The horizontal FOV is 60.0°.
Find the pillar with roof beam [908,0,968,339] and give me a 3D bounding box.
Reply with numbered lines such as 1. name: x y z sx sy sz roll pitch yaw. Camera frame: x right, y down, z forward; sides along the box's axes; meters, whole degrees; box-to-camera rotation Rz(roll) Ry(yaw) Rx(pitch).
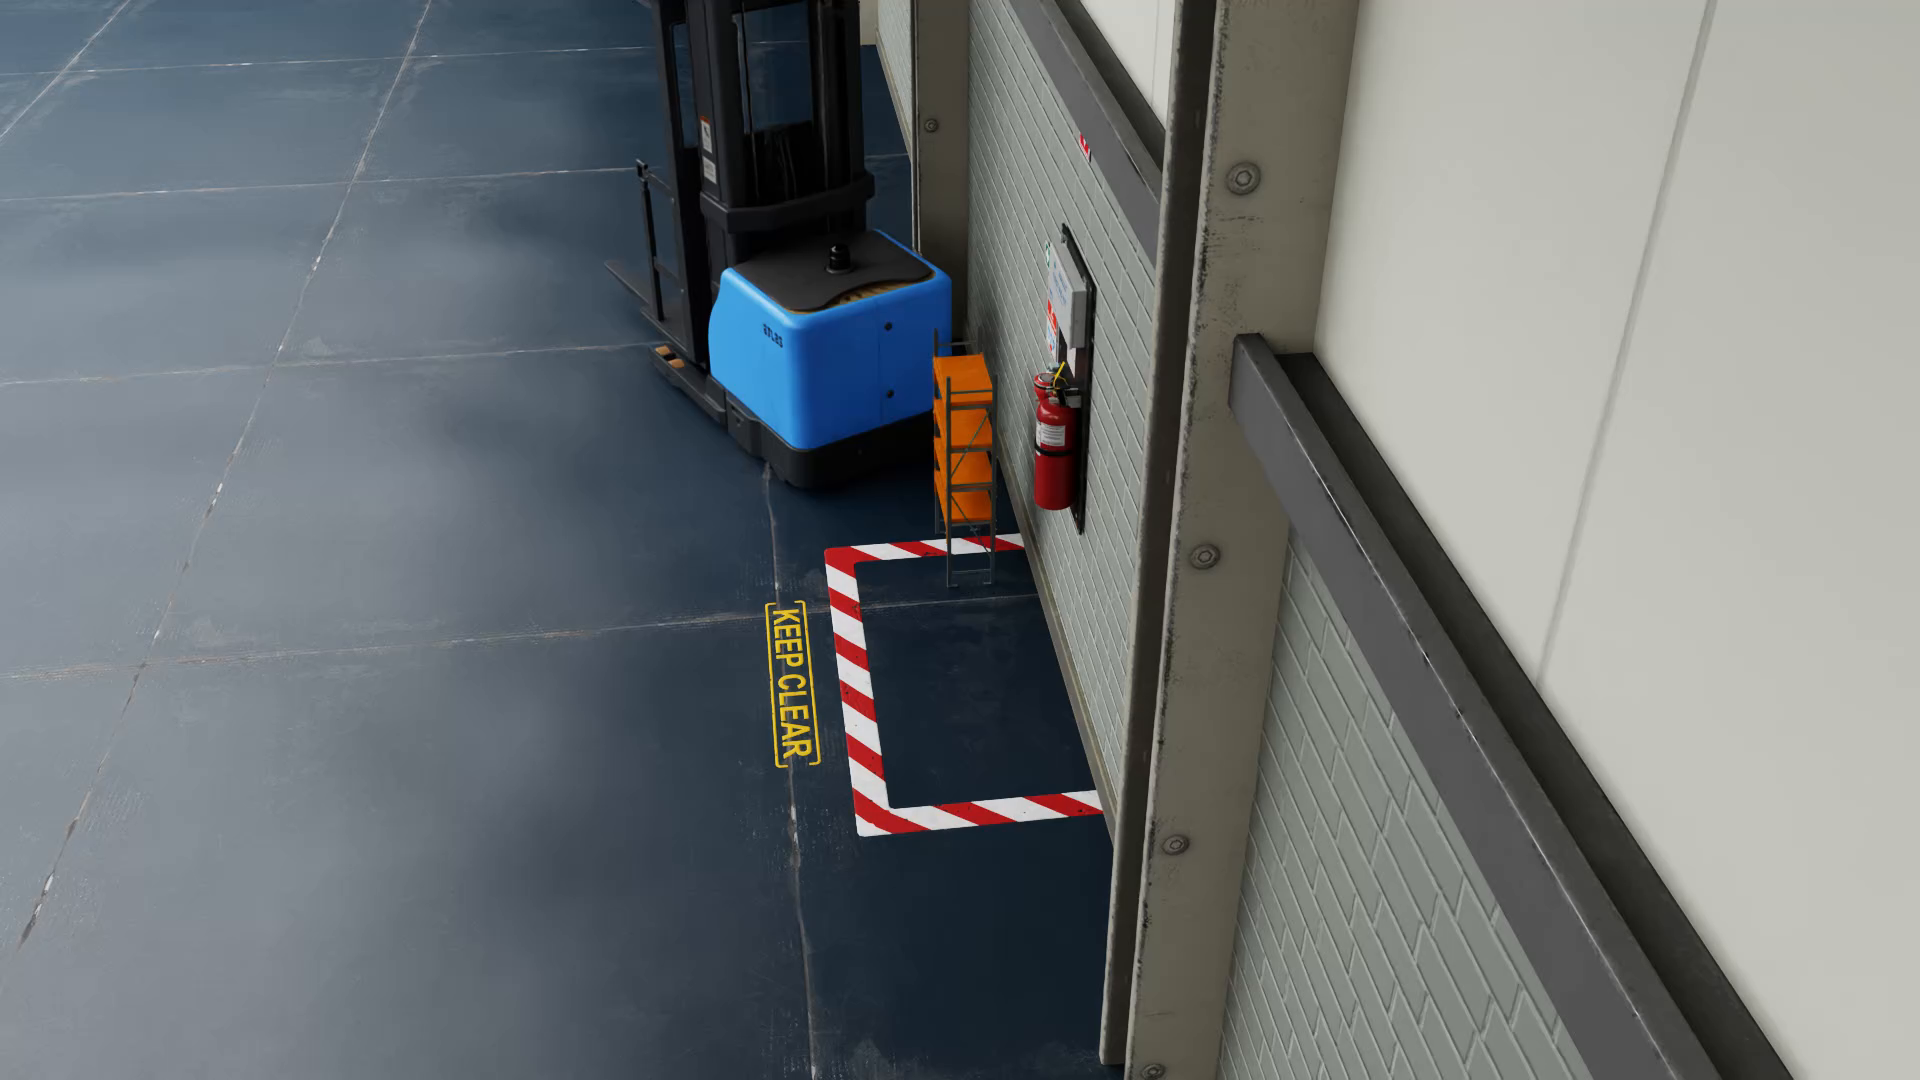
1. pillar with roof beam: -4.390 -4.786 7.782 9.100 9.000 0.400 -4 35 -6

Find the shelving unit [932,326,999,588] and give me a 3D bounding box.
1. shelving unit: 0.022 -0.403 8.277 0.258 1.200 0.503 -4 35 -6

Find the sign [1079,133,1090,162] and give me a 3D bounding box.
1. sign: 0.485 -1.636 6.429 0.001 0.298 0.199 -4 35 -6

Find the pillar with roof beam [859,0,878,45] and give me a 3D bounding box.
1. pillar with roof beam: -5.197 -8.134 12.695 9.100 9.000 0.400 -4 35 -6

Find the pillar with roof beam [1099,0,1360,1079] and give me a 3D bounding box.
1. pillar with roof beam: -3.583 -1.437 2.869 9.100 9.000 0.400 -4 35 -6

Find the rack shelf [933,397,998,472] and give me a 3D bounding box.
1. rack shelf: 0.022 -0.533 8.189 0.258 0.148 0.480 -4 35 -6

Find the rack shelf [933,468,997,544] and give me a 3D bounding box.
1. rack shelf: 0.022 -0.184 8.426 0.258 0.148 0.480 -4 35 -6

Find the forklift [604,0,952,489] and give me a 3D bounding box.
1. forklift: -1.261 -2.280 9.494 1.130 2.935 3.031 -21 39 -27

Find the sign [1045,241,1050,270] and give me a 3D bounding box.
1. sign: 0.407 -1.213 7.364 0.001 0.109 0.331 -4 35 -6

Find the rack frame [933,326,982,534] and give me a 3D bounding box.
1. rack frame: -0.011 -0.540 8.476 0.240 1.200 0.015 -4 35 -6

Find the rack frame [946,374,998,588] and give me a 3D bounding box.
1. rack frame: 0.055 -0.267 8.077 0.240 1.200 0.015 -4 35 -6

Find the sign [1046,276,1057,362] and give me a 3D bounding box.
1. sign: 0.416 -0.997 7.518 0.001 0.329 0.234 -4 35 -6

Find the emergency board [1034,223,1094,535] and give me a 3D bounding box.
1. emergency board: 0.388 -0.666 7.064 0.194 1.169 0.643 -4 35 -6

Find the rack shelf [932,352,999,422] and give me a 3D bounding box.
1. rack shelf: 0.022 -0.728 8.055 0.258 0.148 0.480 -4 35 -6

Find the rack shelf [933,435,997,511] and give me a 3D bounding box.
1. rack shelf: 0.022 -0.348 8.314 0.258 0.148 0.480 -4 35 -6
